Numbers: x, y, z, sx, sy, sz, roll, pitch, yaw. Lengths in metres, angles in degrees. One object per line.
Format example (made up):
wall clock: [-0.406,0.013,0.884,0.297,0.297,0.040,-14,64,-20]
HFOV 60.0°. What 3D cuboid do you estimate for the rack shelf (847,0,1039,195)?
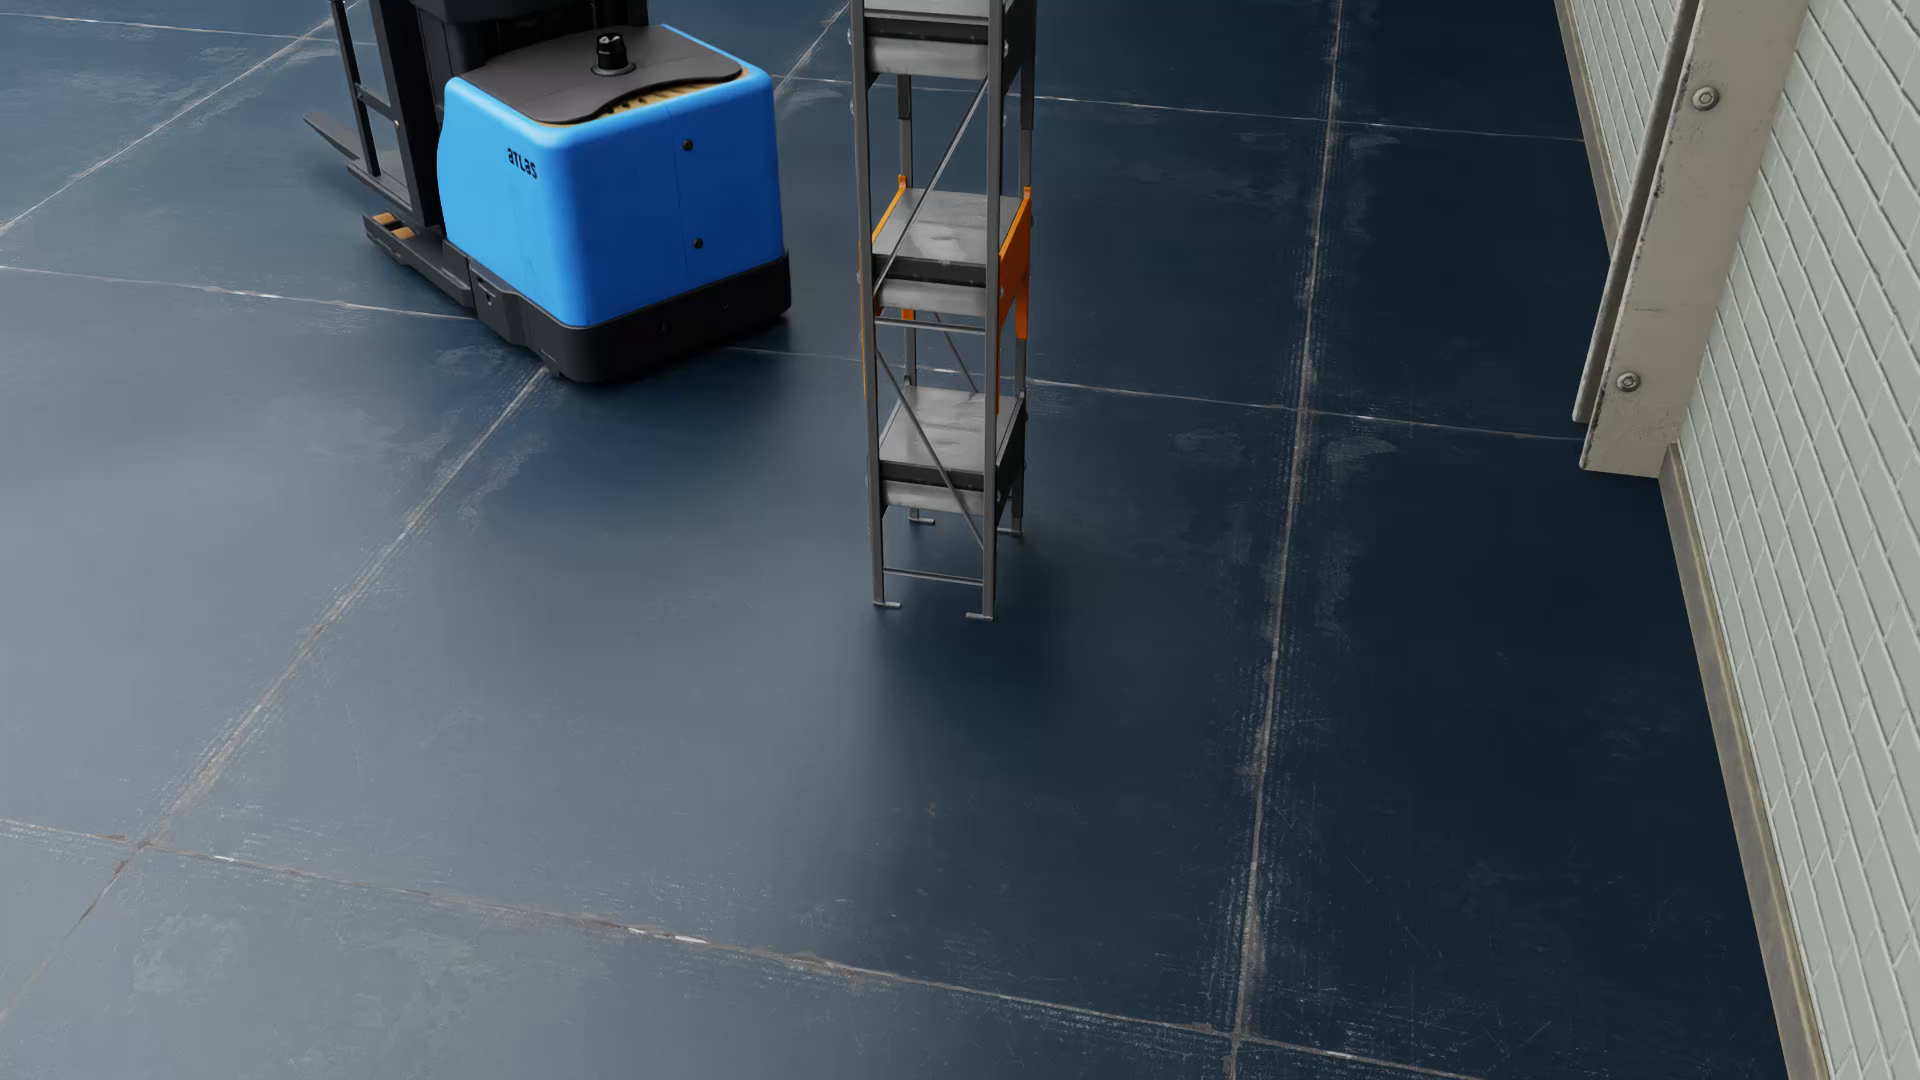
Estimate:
rack shelf: [-0.035,-1.311,4.600,0.431,0.518,0.480,7,37,10]

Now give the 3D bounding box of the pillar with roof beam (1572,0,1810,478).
pillar with roof beam: [-1.732,-4.538,4.343,9.100,9.000,0.400,7,37,10]

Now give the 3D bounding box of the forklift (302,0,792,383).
forklift: [-2.049,-2.589,6.824,1.130,2.935,3.031,-27,44,-32]

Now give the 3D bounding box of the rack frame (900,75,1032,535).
rack frame: [0.017,-0.895,5.196,0.400,2.100,0.015,7,37,10]

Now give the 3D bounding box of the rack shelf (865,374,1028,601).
rack shelf: [-0.035,-0.177,5.422,0.431,0.518,0.480,7,37,10]

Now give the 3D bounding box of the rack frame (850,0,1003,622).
rack frame: [-0.087,-0.615,4.810,0.400,2.100,0.015,7,37,10]

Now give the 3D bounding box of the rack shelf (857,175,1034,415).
rack shelf: [-0.035,-0.744,5.011,0.431,0.518,0.480,7,37,10]

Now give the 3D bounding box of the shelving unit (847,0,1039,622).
shelving unit: [-0.035,-0.755,5.003,0.431,2.100,0.503,7,37,10]
